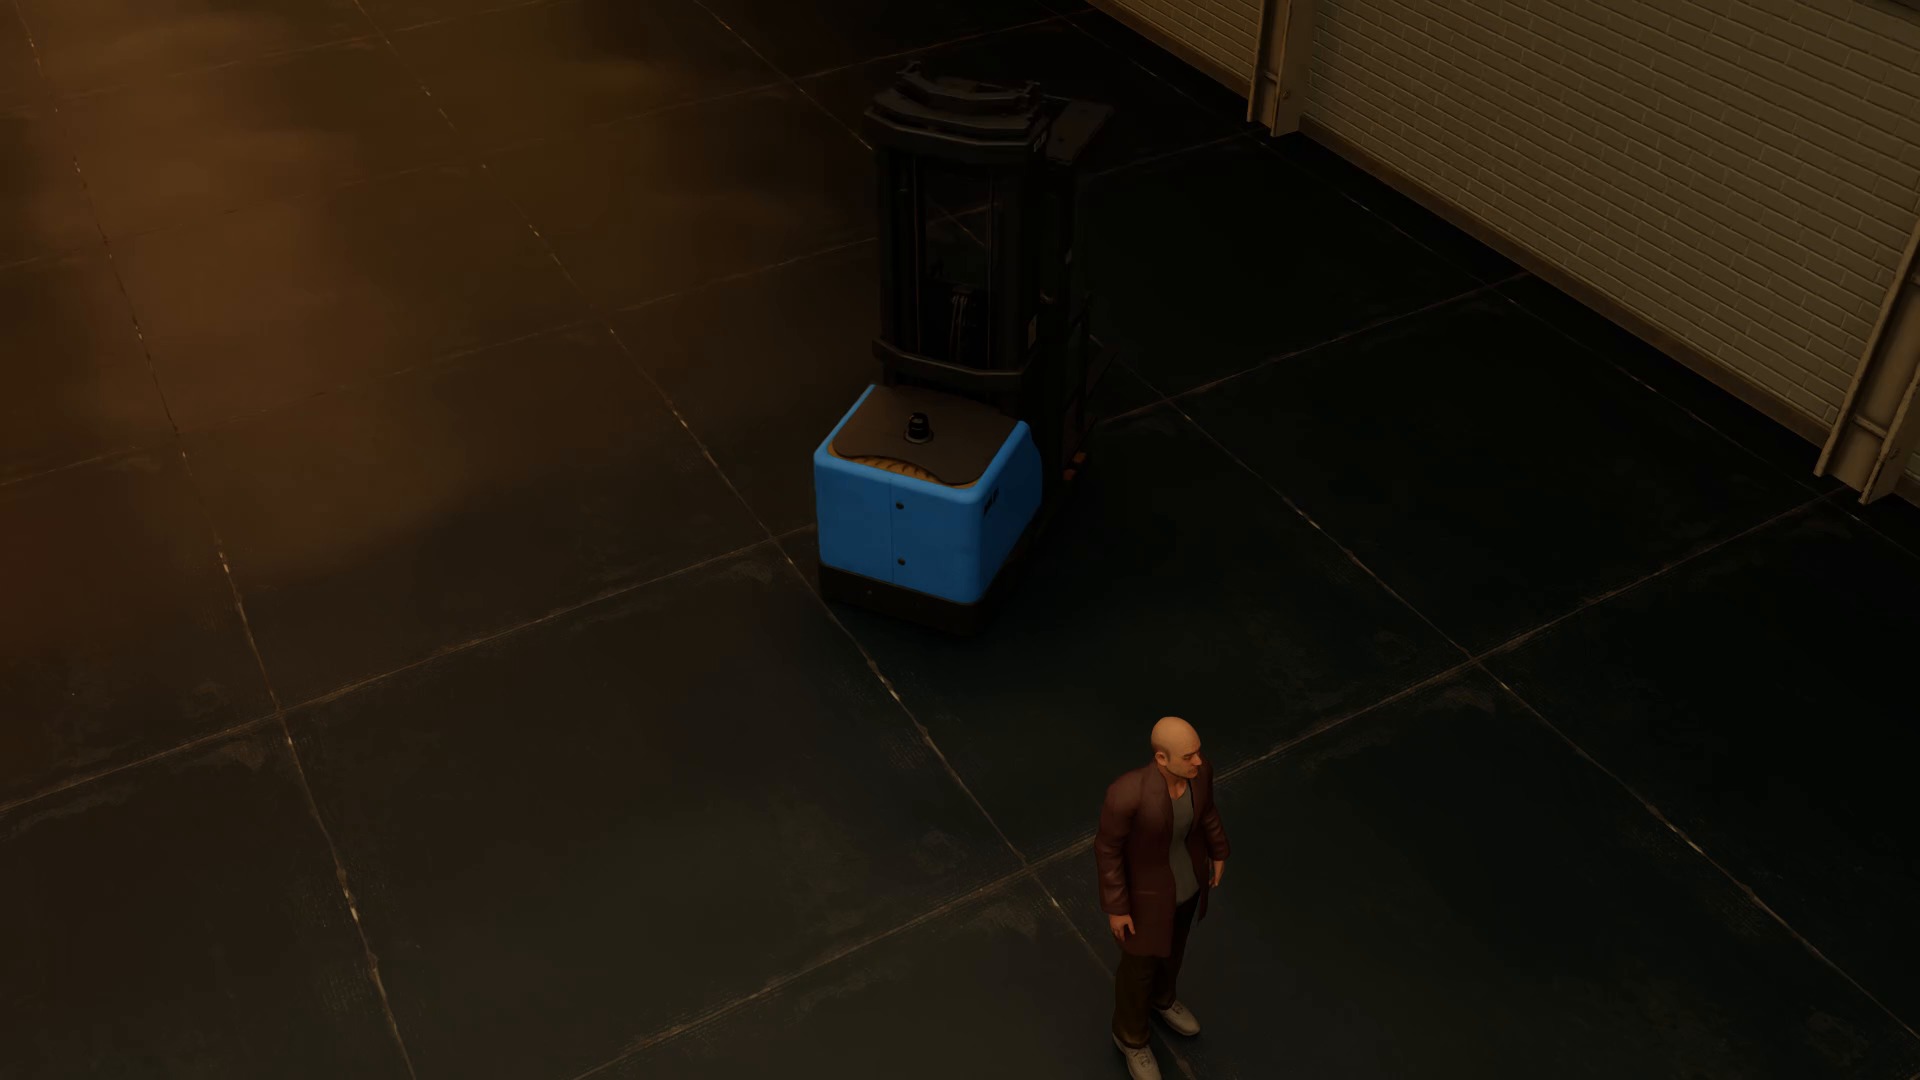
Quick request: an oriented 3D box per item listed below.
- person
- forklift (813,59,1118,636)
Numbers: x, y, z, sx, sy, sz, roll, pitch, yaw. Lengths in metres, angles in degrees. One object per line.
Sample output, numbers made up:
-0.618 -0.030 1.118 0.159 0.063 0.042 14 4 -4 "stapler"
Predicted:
0.927 1.516 7.100 0.698 1.776 0.581 -25 46 -27 "person"
0.205 -1.519 9.868 1.130 2.935 3.031 15 42 18 "forklift"
